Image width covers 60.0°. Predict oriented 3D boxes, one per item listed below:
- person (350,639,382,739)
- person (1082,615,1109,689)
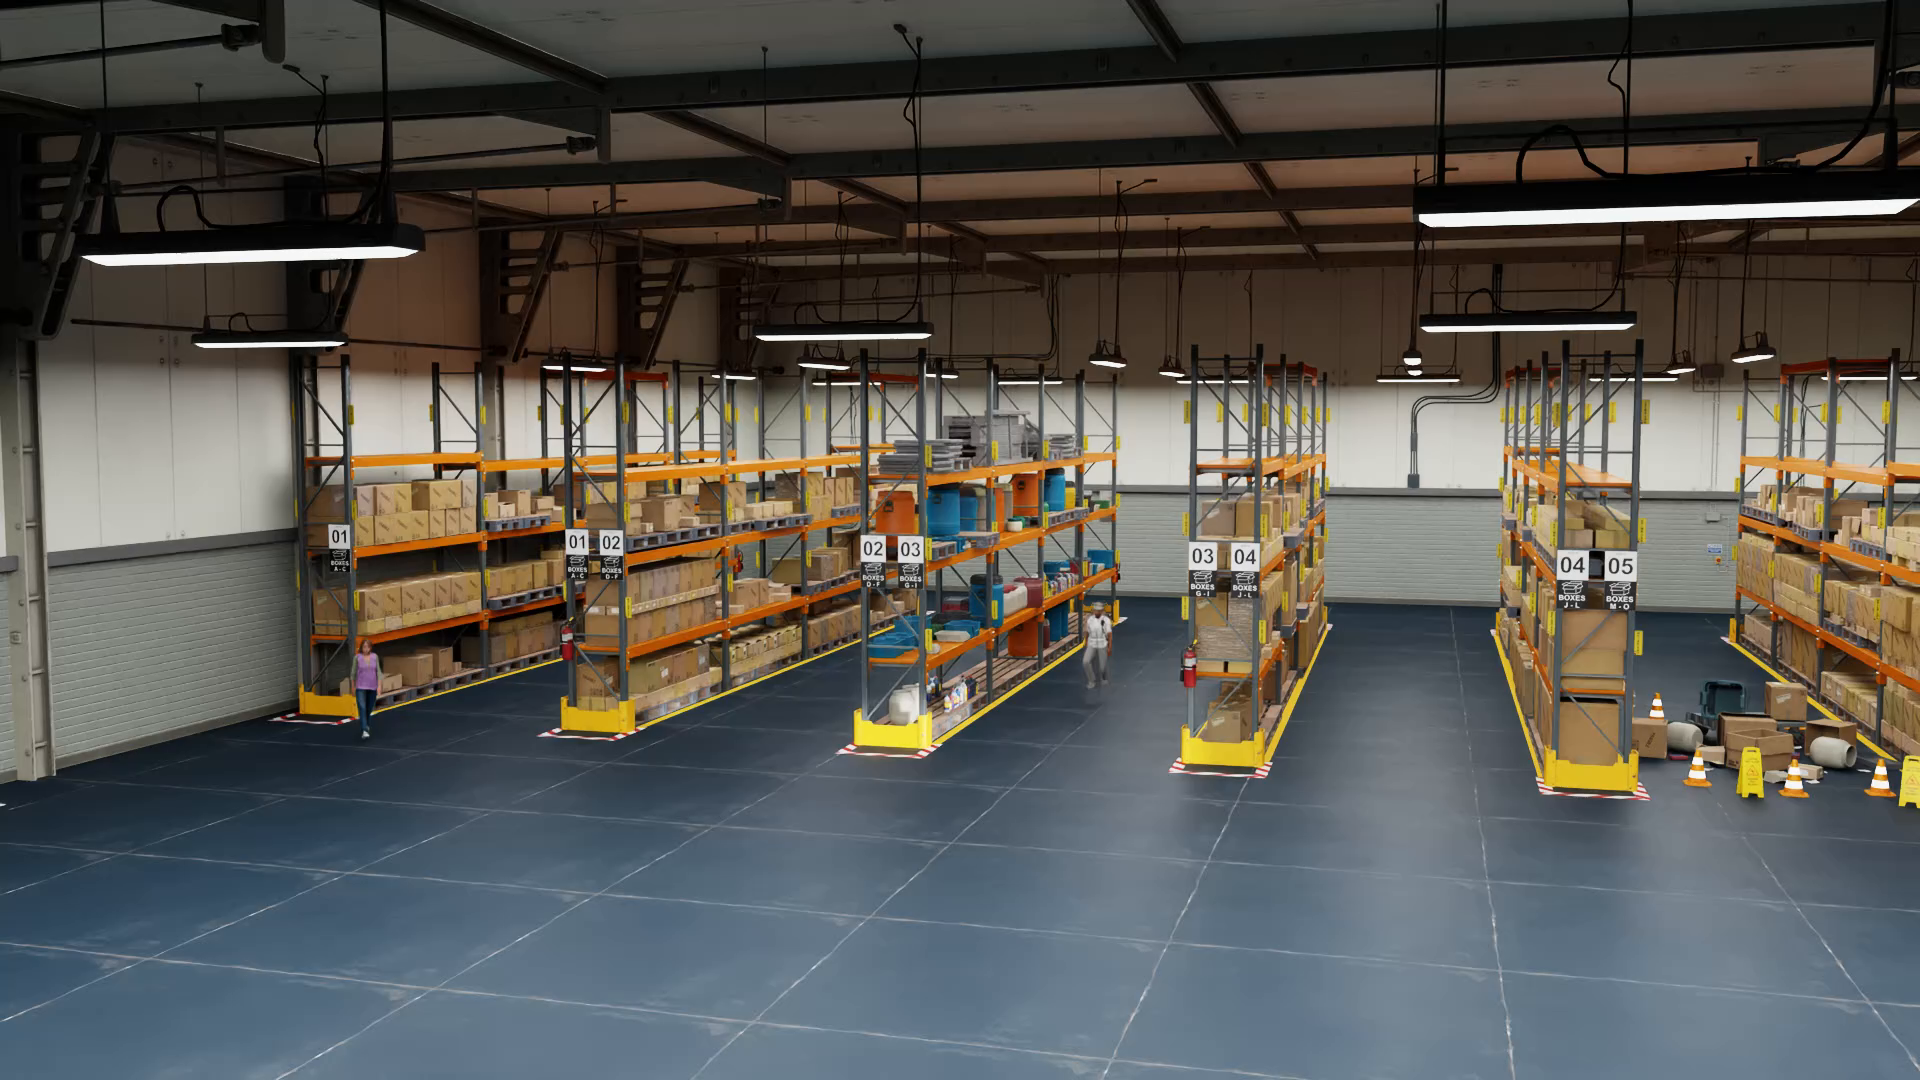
[{"bbox_3d":[-9.140,2.343,25.643,0.451,1.426,0.993,-3,5,-37],"label":"person"},{"bbox_3d":[2.395,1.943,29.059,0.413,1.252,0.674,1,4,15],"label":"person"}]
